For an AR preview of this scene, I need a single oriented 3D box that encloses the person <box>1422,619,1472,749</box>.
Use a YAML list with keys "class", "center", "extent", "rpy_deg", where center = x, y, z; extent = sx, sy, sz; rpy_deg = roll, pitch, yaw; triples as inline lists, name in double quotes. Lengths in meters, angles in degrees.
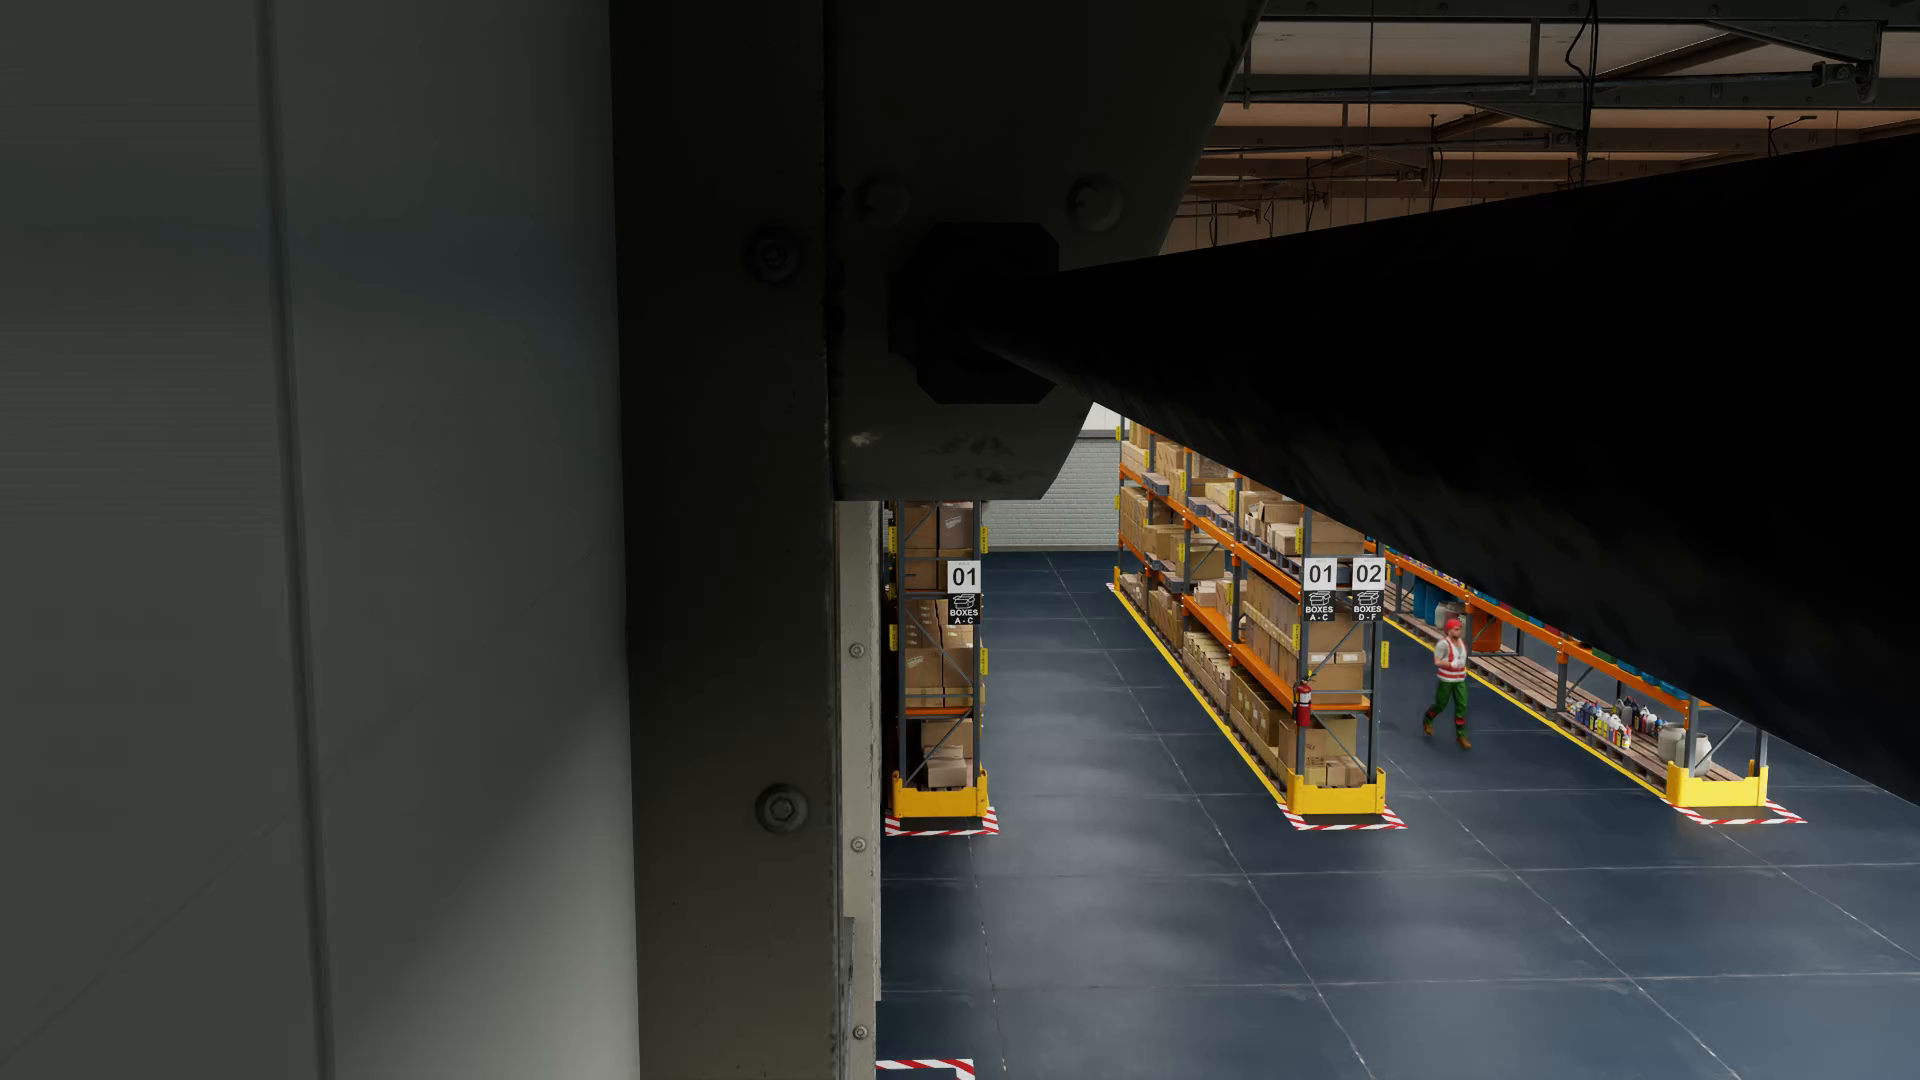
- class: "person"
  center: [6.990, 2.007, 23.759]
  extent: [0.663, 1.798, 0.944]
  rpy_deg: [-3, 9, -23]
